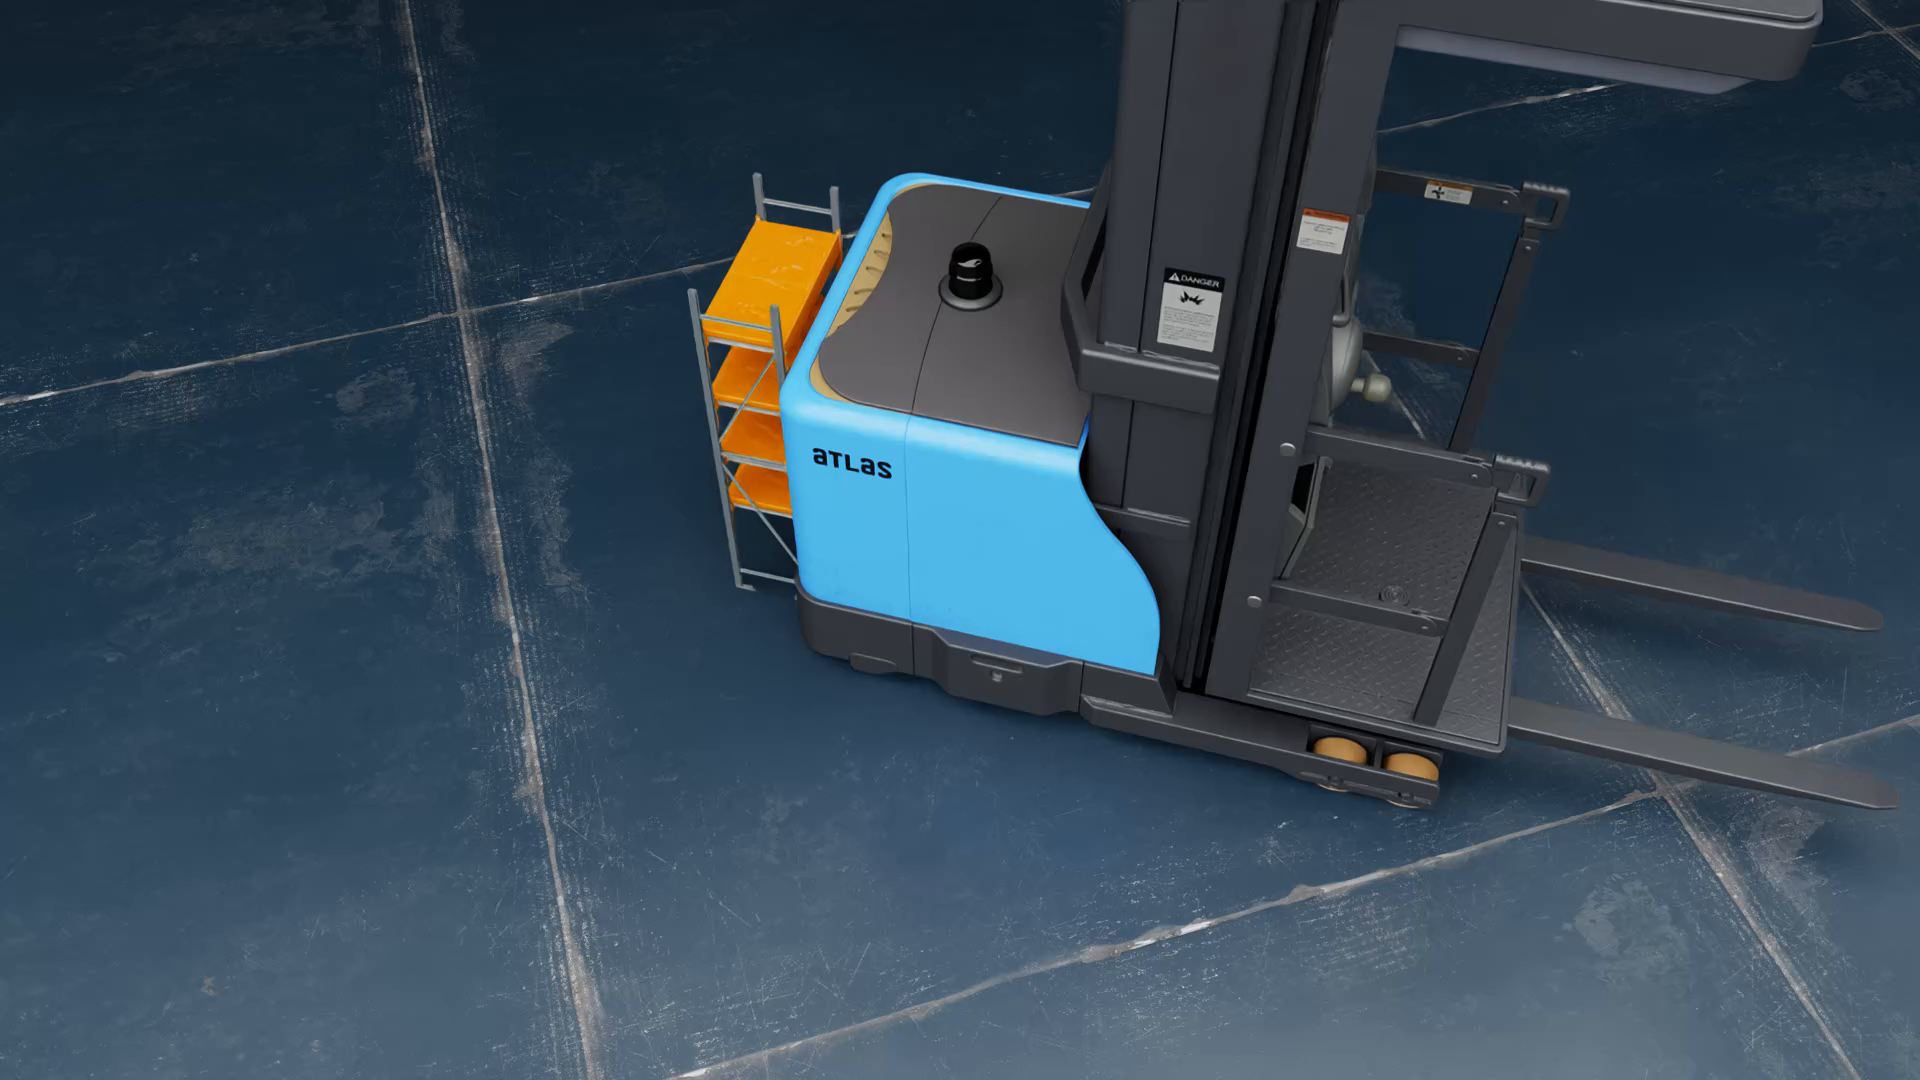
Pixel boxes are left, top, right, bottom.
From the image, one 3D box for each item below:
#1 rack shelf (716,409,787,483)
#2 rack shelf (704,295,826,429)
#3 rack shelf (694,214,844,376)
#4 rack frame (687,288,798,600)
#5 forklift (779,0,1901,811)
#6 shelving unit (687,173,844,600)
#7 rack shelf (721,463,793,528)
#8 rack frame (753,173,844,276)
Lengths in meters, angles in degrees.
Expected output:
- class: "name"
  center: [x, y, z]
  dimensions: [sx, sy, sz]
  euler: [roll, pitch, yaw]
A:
- class: "rack shelf"
  center: [-0.509, -0.359, 4.856]
  dimensions: [0.258, 0.148, 0.480]
  euler: [12, 51, 10]
- class: "rack shelf"
  center: [-0.509, -0.503, 4.685]
  dimensions: [0.258, 0.148, 0.480]
  euler: [12, 51, 10]
- class: "rack shelf"
  center: [-0.509, -0.656, 4.504]
  dimensions: [0.258, 0.148, 0.480]
  euler: [12, 51, 10]
- class: "rack frame"
  center: [-0.573, -0.222, 4.653]
  dimensions: [0.240, 1.200, 0.015]
  euler: [12, 51, 10]
- class: "forklift"
  center: [1.102, -0.657, 3.887]
  dimensions: [3.031, 2.935, 1.130]
  euler: [12, 51, 10]
- class: "shelving unit"
  center: [-0.509, -0.402, 4.805]
  dimensions: [0.258, 1.200, 0.503]
  euler: [12, 51, 10]
- class: "rack shelf"
  center: [-0.509, -0.231, 5.008]
  dimensions: [0.258, 0.148, 0.480]
  euler: [12, 51, 10]
- class: "rack frame"
  center: [-0.445, -0.583, 4.956]
  dimensions: [0.240, 1.200, 0.015]
  euler: [12, 51, 10]
